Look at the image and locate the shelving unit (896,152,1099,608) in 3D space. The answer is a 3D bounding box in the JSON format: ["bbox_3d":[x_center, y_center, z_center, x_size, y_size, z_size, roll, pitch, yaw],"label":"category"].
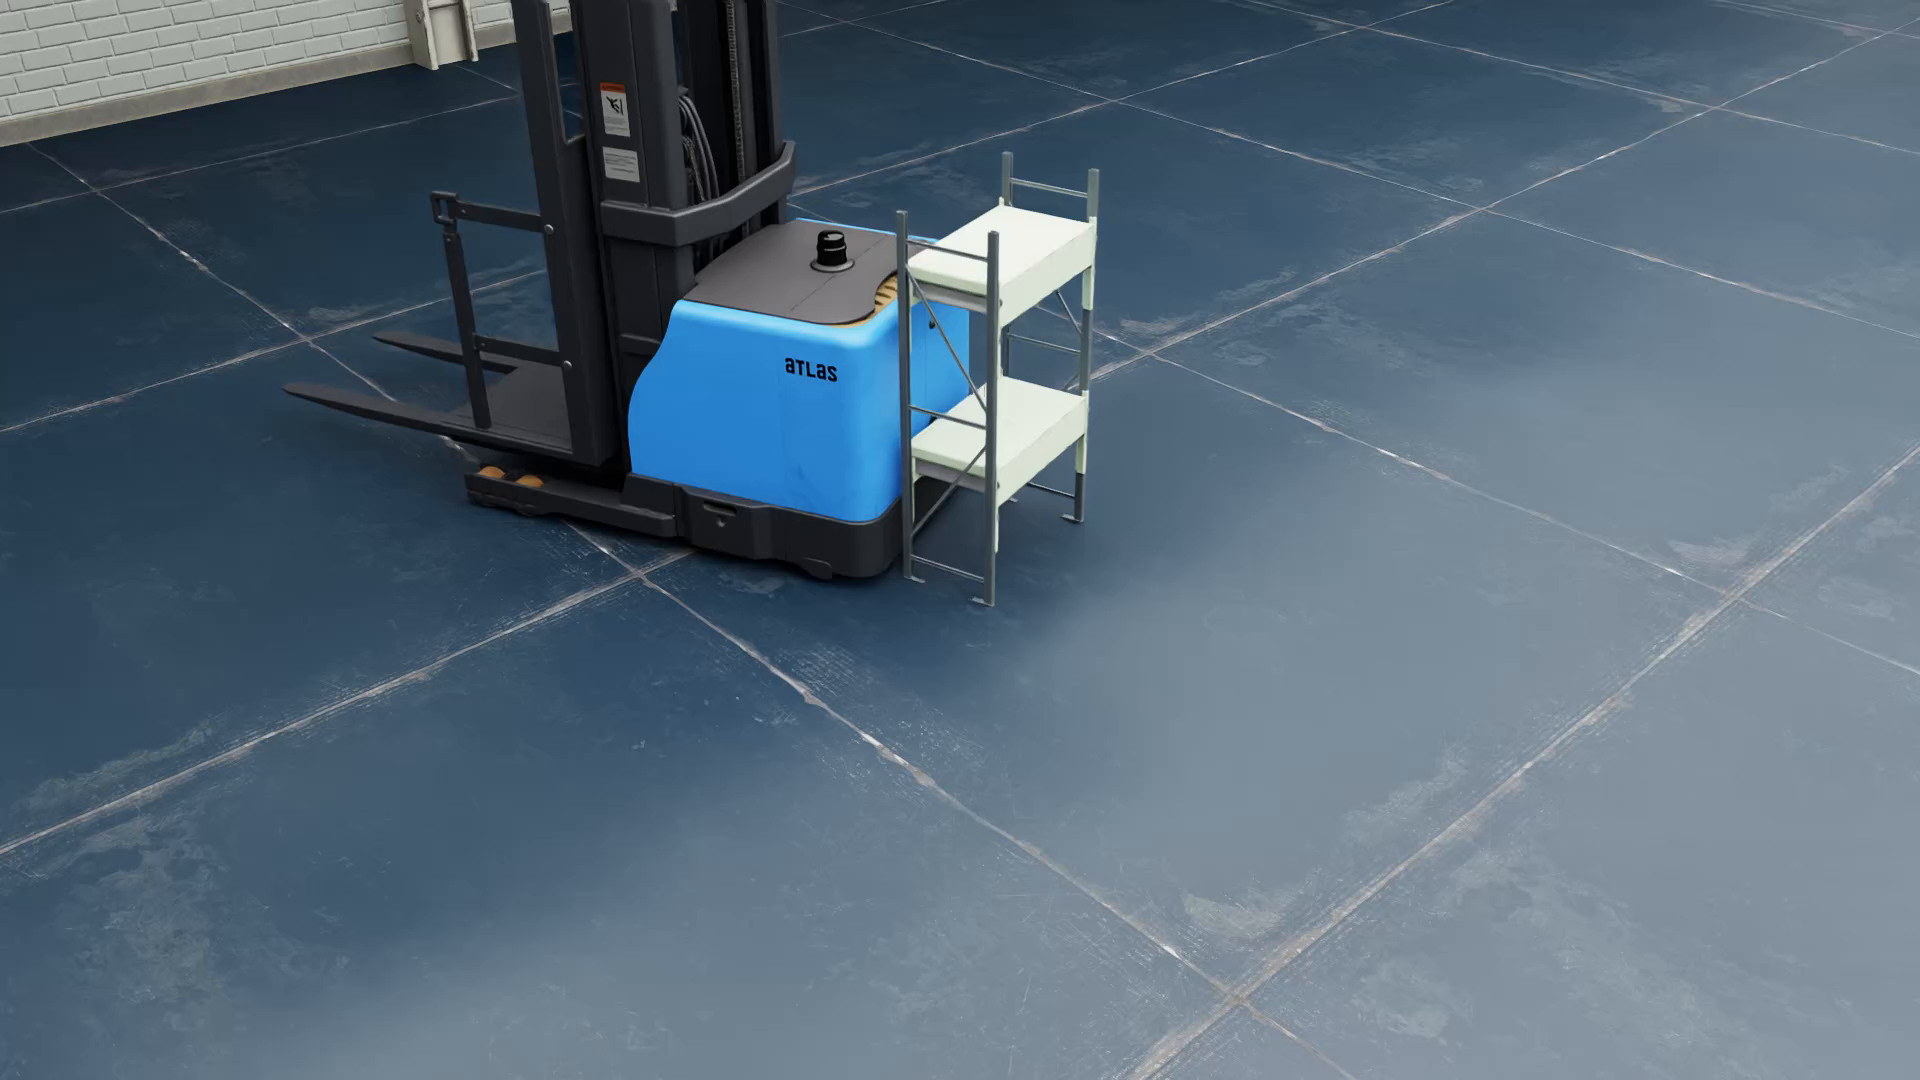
[{"bbox_3d":[0.145,-0.604,6.299,0.431,1.500,0.755,18,36,26],"label":"shelving unit"}]

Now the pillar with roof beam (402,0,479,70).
[{"bbox_3d":[-1.017,-5.868,7.720,0.400,9.000,9.100,-26,40,-35],"label":"pillar with roof beam"}]

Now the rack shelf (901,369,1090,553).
[{"bbox_3d":[0.145,-0.325,6.470,0.431,0.370,0.720,18,36,26],"label":"rack shelf"}]

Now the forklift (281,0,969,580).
[{"bbox_3d":[-1.514,-1.589,6.538,3.031,2.935,1.130,13,34,20],"label":"forklift"}]

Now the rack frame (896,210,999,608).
[{"bbox_3d":[-0.044,-0.440,6.032,0.400,1.500,0.023,18,36,26],"label":"rack frame"}]

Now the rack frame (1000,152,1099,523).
[{"bbox_3d":[0.335,-0.767,6.567,0.400,1.500,0.023,18,36,26],"label":"rack frame"}]

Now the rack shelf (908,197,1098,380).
[{"bbox_3d":[0.145,-0.937,6.096,0.431,0.370,0.720,18,36,26],"label":"rack shelf"}]
